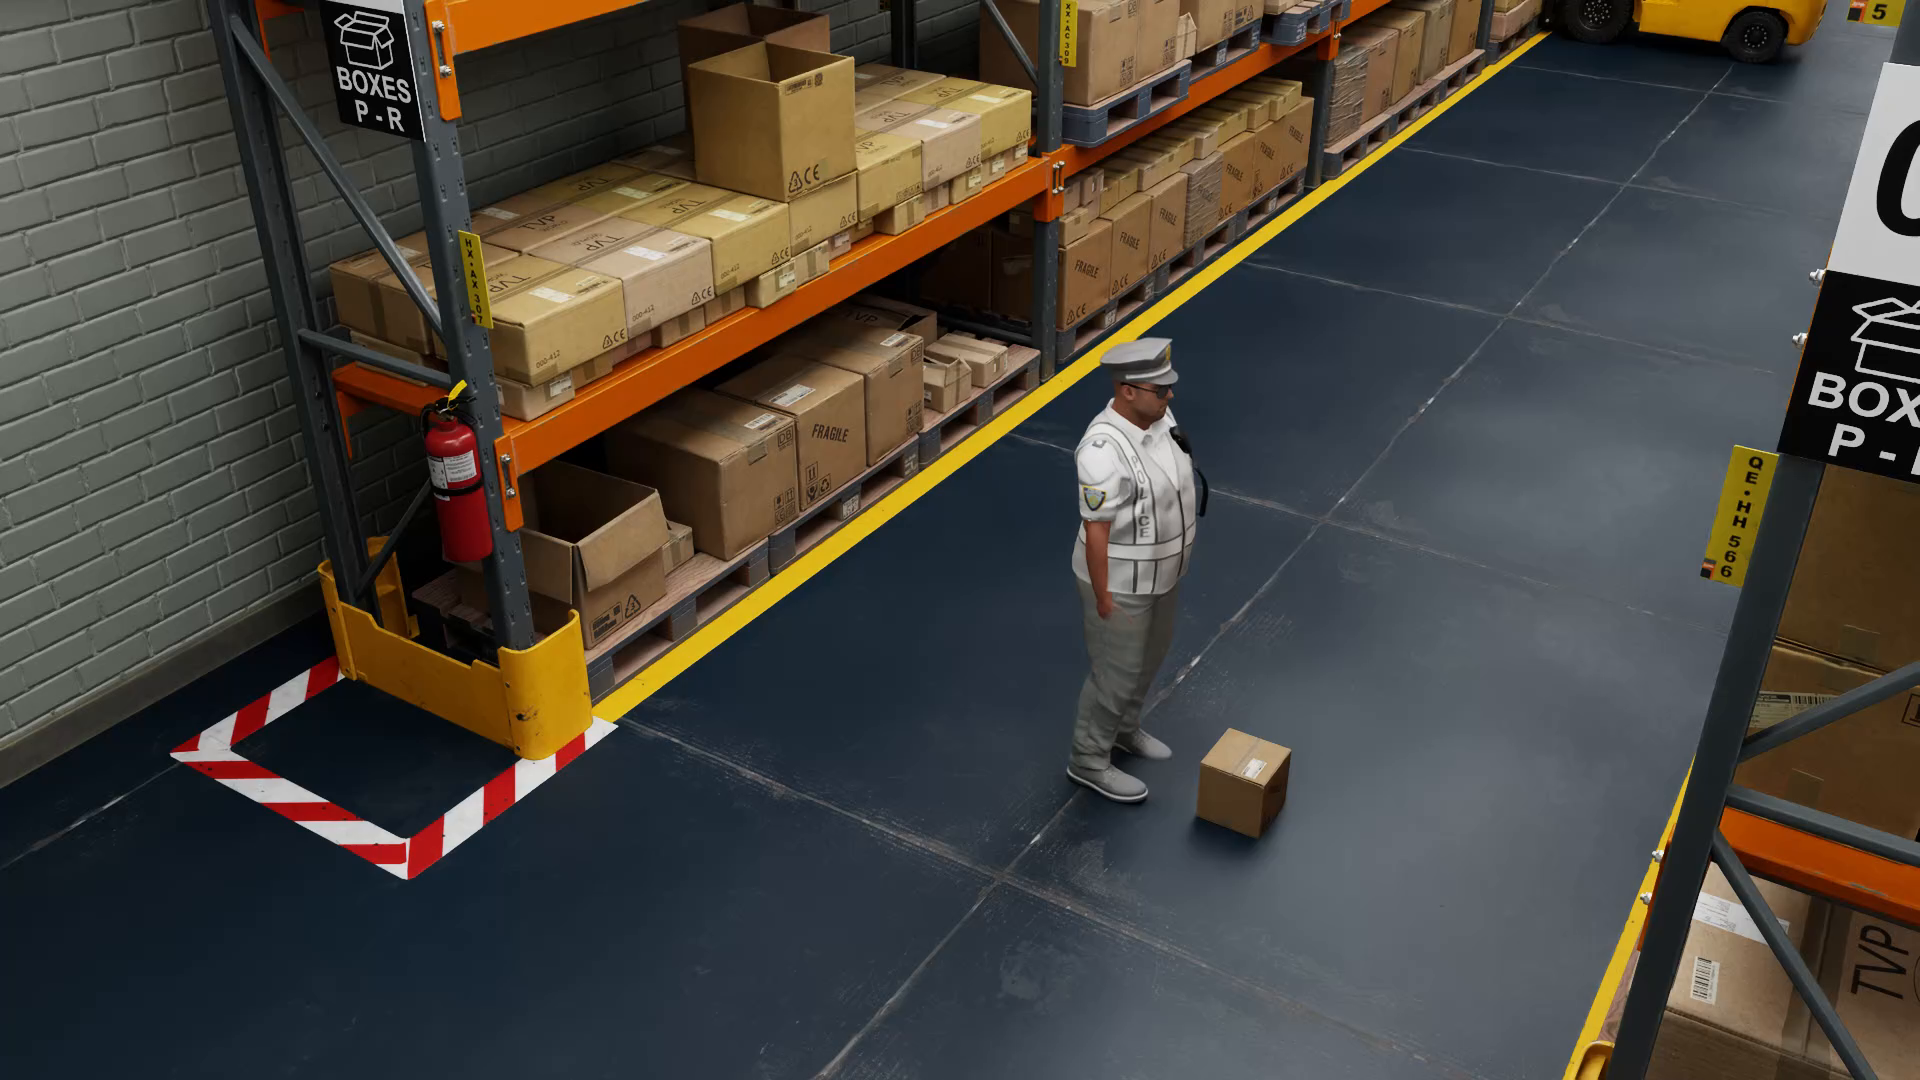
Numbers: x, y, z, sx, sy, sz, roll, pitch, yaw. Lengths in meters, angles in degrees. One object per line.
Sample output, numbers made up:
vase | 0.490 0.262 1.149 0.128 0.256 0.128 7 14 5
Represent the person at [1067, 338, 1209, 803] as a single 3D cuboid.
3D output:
person | 0.627 0.113 5.949 0.393 1.782 0.526 18 35 29
